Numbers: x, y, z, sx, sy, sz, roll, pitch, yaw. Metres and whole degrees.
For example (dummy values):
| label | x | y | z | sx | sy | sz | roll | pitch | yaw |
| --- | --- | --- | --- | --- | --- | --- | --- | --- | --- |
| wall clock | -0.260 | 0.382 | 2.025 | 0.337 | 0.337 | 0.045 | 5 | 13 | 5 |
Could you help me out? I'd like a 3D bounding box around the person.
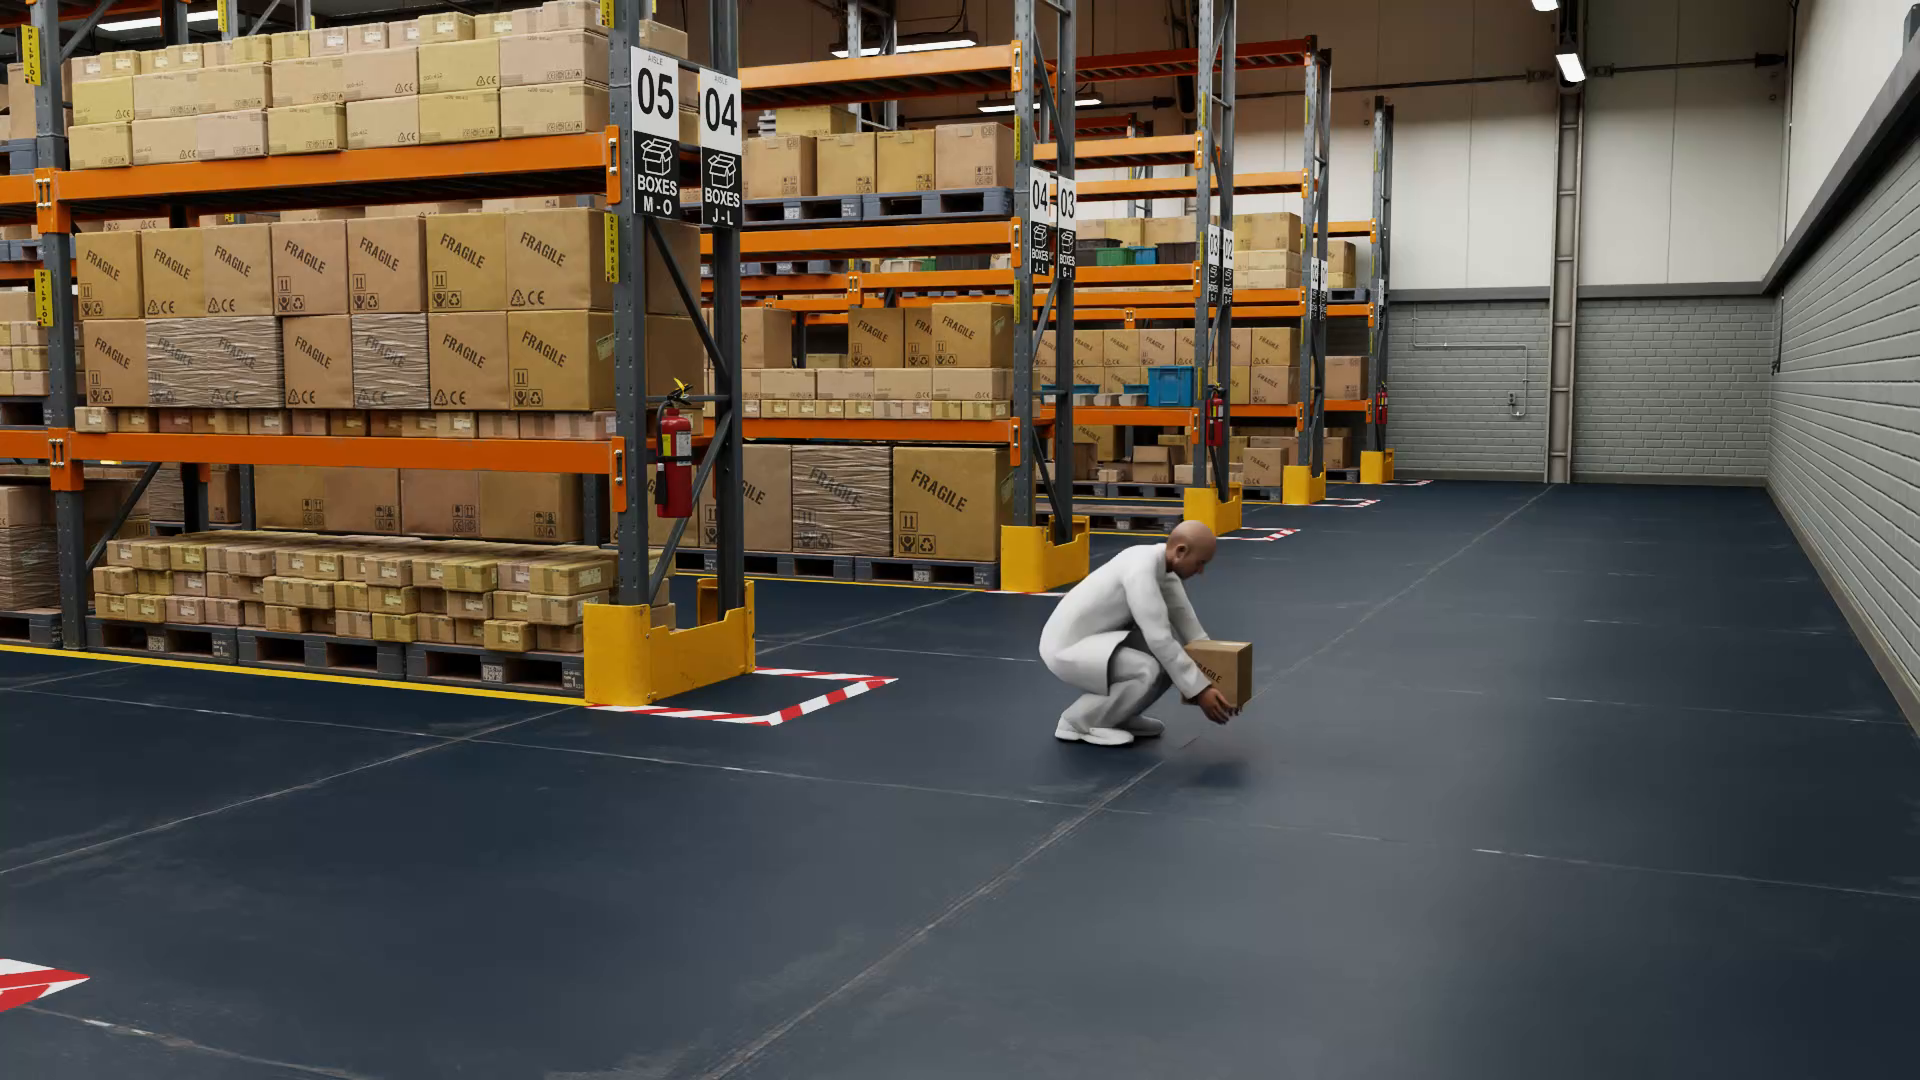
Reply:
| label | x | y | z | sx | sy | sz | roll | pitch | yaw |
| --- | --- | --- | --- | --- | --- | --- | --- | --- | --- |
| person | 0.801 | 0.407 | 7.391 | 0.916 | 0.989 | 0.586 | 2 | 6 | 23 |
